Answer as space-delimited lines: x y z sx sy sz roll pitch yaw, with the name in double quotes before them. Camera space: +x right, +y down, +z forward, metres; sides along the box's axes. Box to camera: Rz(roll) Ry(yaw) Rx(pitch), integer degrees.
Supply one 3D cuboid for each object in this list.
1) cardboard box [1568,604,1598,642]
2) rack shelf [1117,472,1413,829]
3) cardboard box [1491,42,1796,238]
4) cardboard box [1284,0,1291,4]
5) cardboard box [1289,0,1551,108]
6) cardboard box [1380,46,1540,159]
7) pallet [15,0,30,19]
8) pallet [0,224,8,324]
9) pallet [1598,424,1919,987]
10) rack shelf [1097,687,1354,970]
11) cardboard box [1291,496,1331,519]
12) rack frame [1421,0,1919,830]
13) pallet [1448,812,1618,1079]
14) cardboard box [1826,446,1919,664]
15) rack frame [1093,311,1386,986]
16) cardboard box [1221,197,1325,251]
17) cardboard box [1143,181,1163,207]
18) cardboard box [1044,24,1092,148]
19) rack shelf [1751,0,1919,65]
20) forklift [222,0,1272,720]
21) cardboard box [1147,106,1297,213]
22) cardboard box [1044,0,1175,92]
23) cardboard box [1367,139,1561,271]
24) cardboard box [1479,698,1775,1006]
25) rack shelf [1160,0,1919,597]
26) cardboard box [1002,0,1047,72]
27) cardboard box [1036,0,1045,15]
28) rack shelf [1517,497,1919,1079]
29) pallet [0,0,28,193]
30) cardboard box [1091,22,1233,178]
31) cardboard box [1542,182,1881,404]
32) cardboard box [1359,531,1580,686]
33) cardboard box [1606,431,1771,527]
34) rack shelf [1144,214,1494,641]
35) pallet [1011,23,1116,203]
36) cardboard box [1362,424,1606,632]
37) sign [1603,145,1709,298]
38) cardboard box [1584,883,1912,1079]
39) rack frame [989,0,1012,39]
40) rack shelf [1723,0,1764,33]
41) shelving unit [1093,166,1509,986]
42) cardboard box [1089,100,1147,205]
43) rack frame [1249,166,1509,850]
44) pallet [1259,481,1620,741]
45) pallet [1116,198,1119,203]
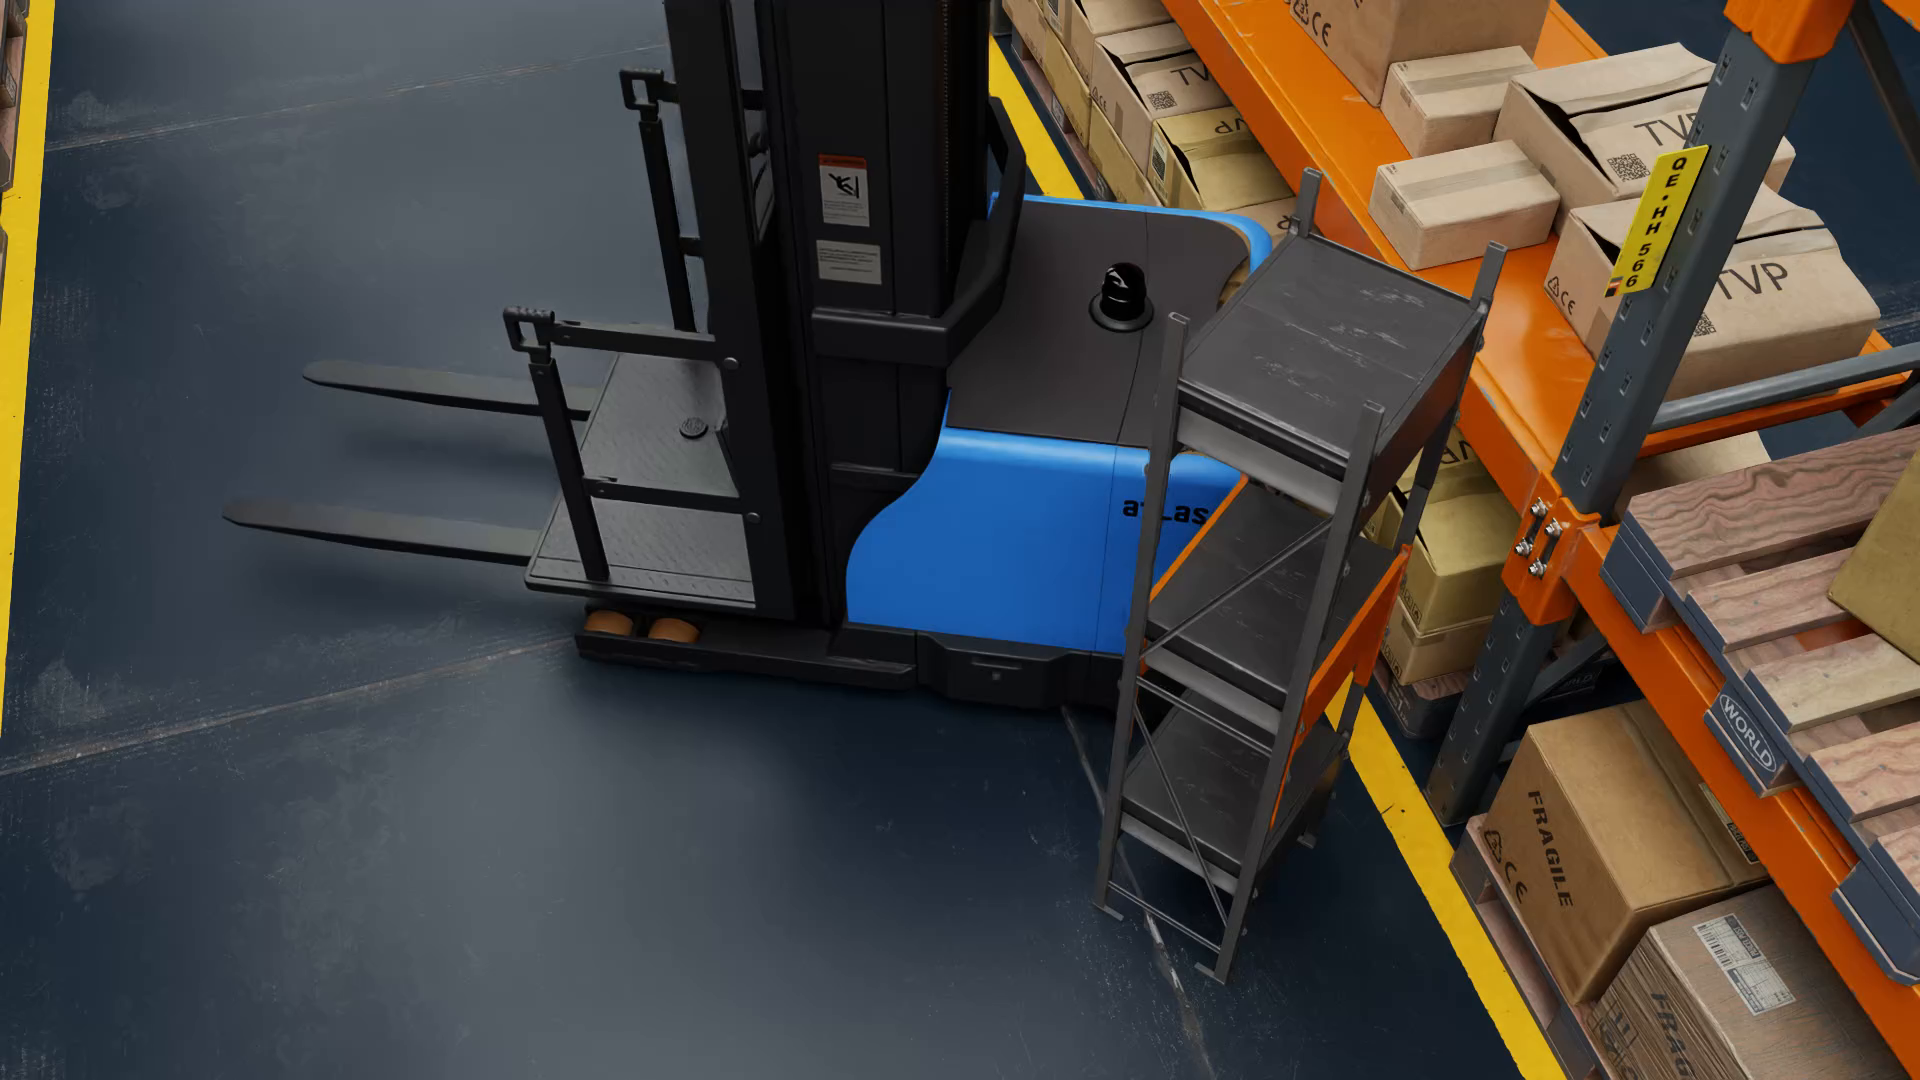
"cardboard box" 1.913 -0.025 4.833 0.500 0.250 0.500 -13 51 -11
"rack shelf" 0.662 0.236 3.695 0.431 0.518 0.480 28 55 22
"cardboard box" 1.708 -0.995 4.185 0.500 0.311 0.500 -14 51 -11
"cardboard box" 1.120 -1.965 4.879 0.500 0.500 0.500 -13 51 -11
"cardboard box" 1.275 -1.581 4.555 0.500 0.500 0.500 -16 52 -13
"cardboard box" 1.356 -1.164 4.434 0.380 0.149 0.250 -10 51 -8
"pallet" -4.652 -2.625 7.325 1.003 0.211 1.213 -13 51 -11
"pallet" -3.859 -0.667 5.675 1.003 0.211 1.213 -13 51 -11
"pallet" 2.055 0.214 3.233 1.213 0.211 1.003 -13 51 -11
"rack shelf" 0.662 0.688 4.230 0.431 0.518 0.480 28 55 22
"cardboard box" 1.243 -0.281 5.048 0.500 0.250 0.500 -14 51 -11
"rack frame" 1.787 -0.327 3.564 1.000 3.000 0.127 -13 51 -11
"pallet" 1.972 1.126 4.163 1.003 0.211 1.213 -13 51 -11
"cardboard box" 2.081 -0.060 2.998 0.700 0.500 0.500 -30 56 -23
"rack frame" 0.520 0.380 3.556 0.400 2.100 0.015 28 55 22
"cardboard box" 1.090 -0.831 5.146 0.500 0.311 0.500 -14 51 -11
"cardboard box" 0.942 -1.024 5.675 0.500 0.250 0.500 -12 51 -10
"cardboard box" 0.637 -1.773 6.307 0.500 0.250 0.500 -12 51 -10
"rack shelf" 2.379 0.399 1.460 1.077 0.370 4.000 -13 51 -11
"forklift" -0.685 -0.954 4.137 3.031 2.935 1.130 7 50 5
"cardboard box" 0.944 -1.197 5.454 0.500 0.311 0.500 -12 51 -10
"cardboard box" 0.631 -1.953 6.092 0.500 0.311 0.500 -14 51 -11
"cardboard box" 1.257 -0.840 4.161 0.380 0.149 0.250 -13 51 -11
"cardboard box" 1.649 0.734 4.016 0.500 0.500 0.500 -11 51 -9
"rack shelf" 1.196 -1.556 5.070 1.077 0.370 4.000 -13 51 -11
"cardboard box" 0.487 -2.147 6.622 0.500 0.250 0.500 -14 51 -12
"cardboard box" 0.488 -2.320 6.401 0.500 0.311 0.500 -13 51 -11
"rack shelf" 2.379 1.366 2.607 1.077 0.370 4.000 -13 51 -11
"pallet" -4.288 -1.732 6.572 1.003 0.211 1.213 -13 51 -11
"cardboard box" 0.786 -1.575 5.773 0.500 0.311 0.500 -15 51 -12
"cardboard box" 1.721 -0.574 3.830 0.500 0.311 0.500 -10 51 -9
"cardboard box" 1.398 0.095 4.732 0.500 0.250 0.500 -12 51 -10
"cardboard box" 1.913 -0.206 4.618 0.500 0.311 0.500 -12 51 -10
"rack shelf" 0.662 -0.215 3.160 0.431 0.518 0.480 28 55 22
"pallet" 0.859 -1.820 6.646 1.003 0.211 1.213 -13 51 -11
"cardboard box" 1.397 -0.083 4.515 0.500 0.311 0.500 -12 51 -10
"sign" 1.258 -0.572 3.013 0.100 0.325 0.005 -13 51 -11
"cardboard box" 1.809 1.115 3.695 0.500 0.500 0.500 -15 51 -12
"rack frame" 0.604 -3.248 6.026 1.000 3.000 0.127 -13 51 -11
"rack shelf" 1.196 -2.522 3.923 1.077 0.370 4.000 -13 51 -11
"shelving unit" 0.662 0.228 3.685 0.431 2.100 0.503 28 55 22
"cardboard box" 0.792 -1.395 5.988 0.500 0.250 0.500 -15 51 -12
"rack frame" 0.803 0.075 3.813 0.400 2.100 0.015 28 55 22
"pallet" 1.581 -0.038 5.144 1.003 0.211 1.213 -13 51 -11
"pallet" 1.224 -0.928 5.894 1.003 0.211 1.213 -13 51 -11
